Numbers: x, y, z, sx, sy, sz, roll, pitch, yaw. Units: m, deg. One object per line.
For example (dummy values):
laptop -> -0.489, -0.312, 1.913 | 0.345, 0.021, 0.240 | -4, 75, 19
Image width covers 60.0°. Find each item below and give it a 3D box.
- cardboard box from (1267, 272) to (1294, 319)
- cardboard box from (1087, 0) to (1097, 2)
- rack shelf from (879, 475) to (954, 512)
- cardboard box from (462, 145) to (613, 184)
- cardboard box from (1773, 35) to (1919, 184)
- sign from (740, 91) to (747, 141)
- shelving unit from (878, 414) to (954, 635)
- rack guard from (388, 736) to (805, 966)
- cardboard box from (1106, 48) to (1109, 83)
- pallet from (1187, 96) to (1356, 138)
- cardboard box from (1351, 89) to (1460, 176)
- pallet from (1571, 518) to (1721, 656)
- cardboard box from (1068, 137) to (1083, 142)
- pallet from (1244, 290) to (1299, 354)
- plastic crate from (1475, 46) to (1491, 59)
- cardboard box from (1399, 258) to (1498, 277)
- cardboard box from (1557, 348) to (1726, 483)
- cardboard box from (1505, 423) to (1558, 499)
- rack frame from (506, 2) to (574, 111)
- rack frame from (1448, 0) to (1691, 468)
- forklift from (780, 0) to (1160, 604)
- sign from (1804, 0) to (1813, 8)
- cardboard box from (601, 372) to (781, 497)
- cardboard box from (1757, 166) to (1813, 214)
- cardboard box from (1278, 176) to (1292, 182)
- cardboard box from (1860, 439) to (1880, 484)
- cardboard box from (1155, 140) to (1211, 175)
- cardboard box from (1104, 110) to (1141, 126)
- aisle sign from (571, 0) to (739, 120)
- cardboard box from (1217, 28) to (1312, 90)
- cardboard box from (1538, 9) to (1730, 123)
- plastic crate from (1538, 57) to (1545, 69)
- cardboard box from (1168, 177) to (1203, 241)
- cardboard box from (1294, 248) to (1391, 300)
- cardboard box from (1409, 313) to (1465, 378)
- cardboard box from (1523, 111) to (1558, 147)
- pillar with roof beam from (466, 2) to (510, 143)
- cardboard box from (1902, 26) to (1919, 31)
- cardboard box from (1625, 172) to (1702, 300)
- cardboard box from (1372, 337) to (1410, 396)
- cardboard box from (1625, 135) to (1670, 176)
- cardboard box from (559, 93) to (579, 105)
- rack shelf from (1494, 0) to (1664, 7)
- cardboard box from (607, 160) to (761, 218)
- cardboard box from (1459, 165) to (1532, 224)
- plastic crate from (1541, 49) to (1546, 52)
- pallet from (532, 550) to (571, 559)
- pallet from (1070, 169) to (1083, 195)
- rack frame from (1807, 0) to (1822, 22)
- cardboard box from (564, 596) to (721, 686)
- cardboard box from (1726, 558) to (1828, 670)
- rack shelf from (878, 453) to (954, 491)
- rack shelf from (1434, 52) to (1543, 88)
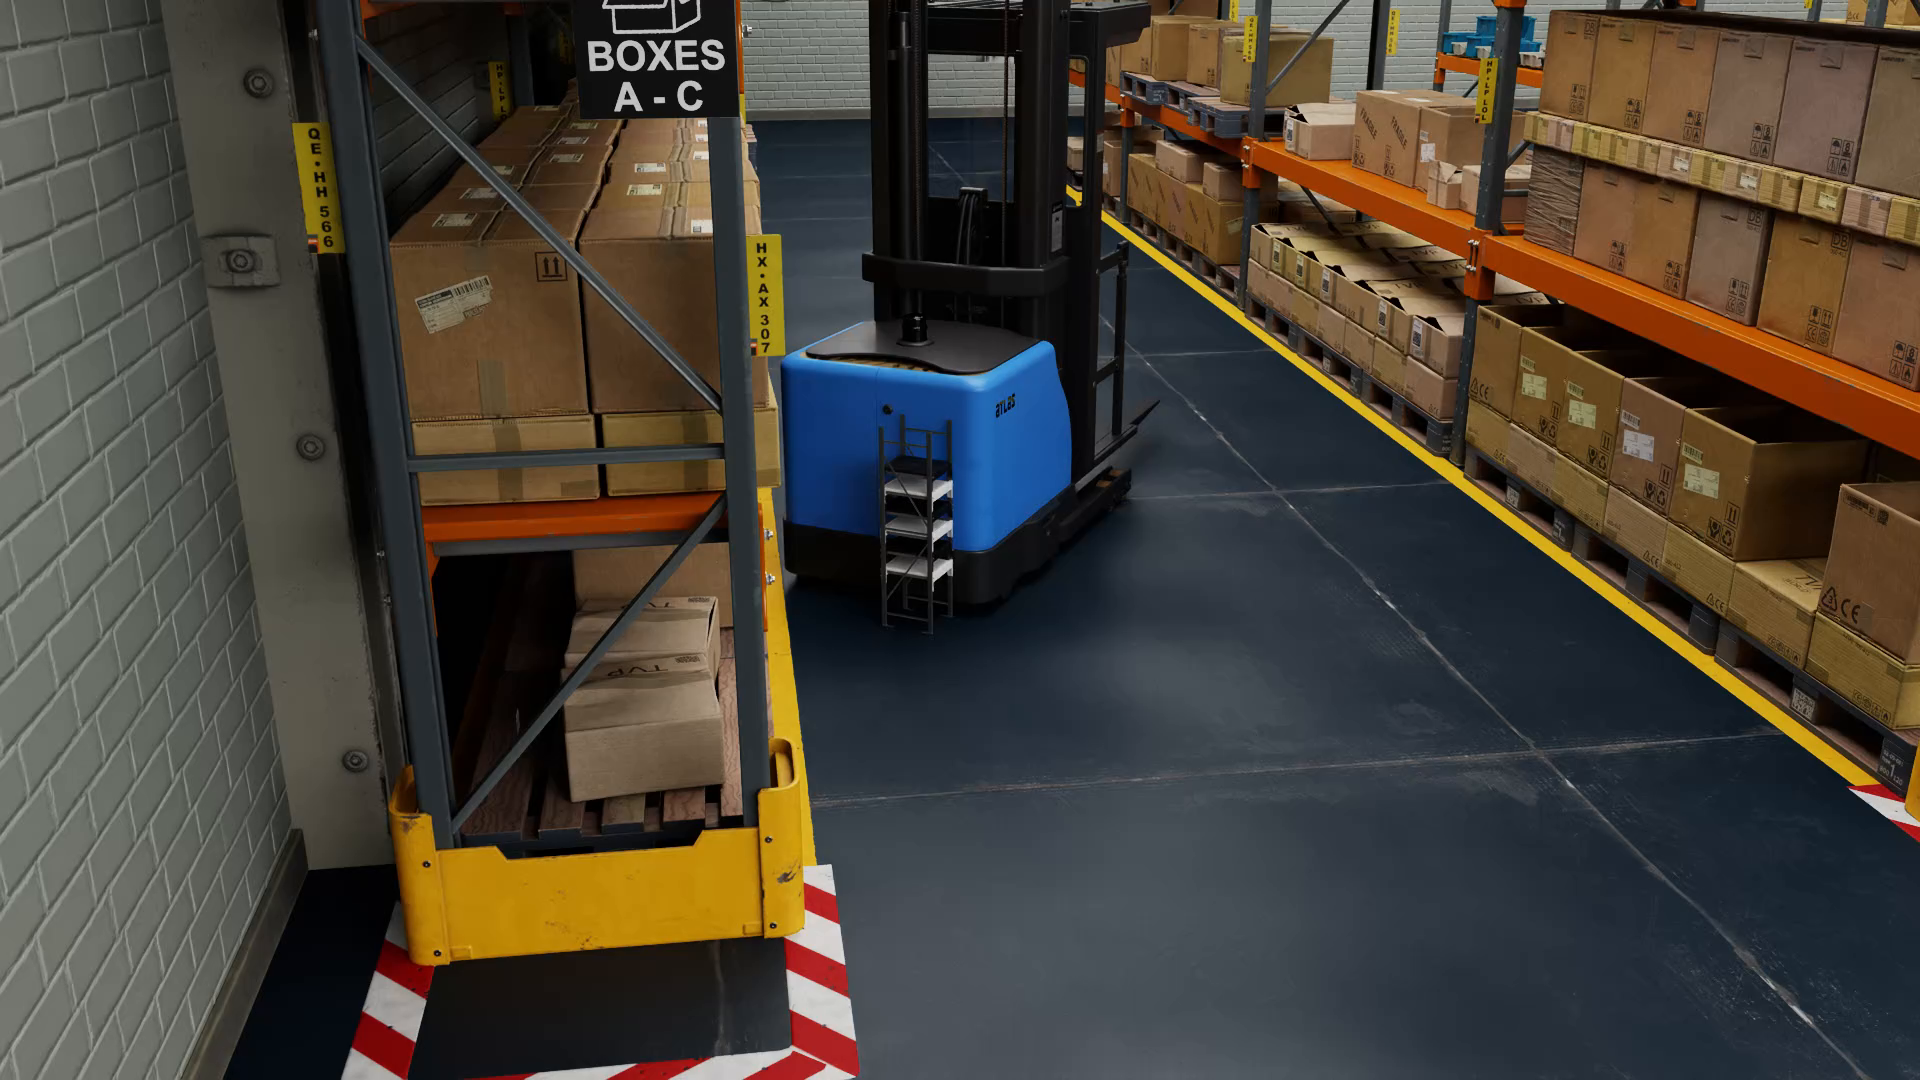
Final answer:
cardboard box -> 2.548, -1.776, 12.015 | 0.500, 0.250, 0.500 | -3, 21, -9
cardboard box -> 1.635, -5.652, 17.489 | 0.500, 0.500, 0.500 | -3, 21, -7
rack shelf -> -0.186, -0.203, 7.054 | 0.258, 0.077, 0.200 | 9, 22, 23
cardboard box -> -1.551, -1.188, 6.223 | 0.500, 0.500, 0.500 | -3, 21, -7
cardboard box -> 3.626, -1.659, 6.375 | 0.700, 0.500, 0.500 | -3, 21, -8
sign -> -1.099, -2.037, 8.146 | 0.100, 0.325, 0.005 | -3, 21, -8
shelving unit -> -0.186, -0.066, 7.105 | 0.258, 0.900, 0.210 | 9, 22, 23
rack guard -> -1.069, 0.928, 5.017 | 1.175, 0.500, 0.348 | -3, 21, -8
cardboard box -> 1.712, -5.008, 17.195 | 0.500, 0.500, 0.500 | -2, 21, -6
pallet -> 2.523, -3.379, 13.250 | 1.213, 0.211, 1.003 | -3, 21, -8
cardboard box -> 2.948, -2.704, 11.027 | 0.500, 0.500, 0.500 | -4, 21, -11
pallet -> 3.519, 0.154, 7.501 | 1.003, 0.211, 1.213 | -3, 21, -8
cardboard box -> 1.407, -4.550, 19.412 | 0.500, 0.250, 0.500 | -3, 21, -8
pallet -> 2.770, -1.644, 12.317 | 1.003, 0.211, 1.213 | -3, 21, -8
plastic crate -> 6.211, -5.709, 19.504 | 0.250, 0.136, 0.298 | -3, 21, -8
cardboard box -> 3.231, -1.712, 11.041 | 0.500, 0.311, 0.500 | -2, 21, -6
cardboard box -> 3.168, -0.590, 7.767 | 0.500, 0.500, 0.500 | -3, 21, -8
cardboard box -> 3.100, -0.412, 8.362 | 0.500, 0.250, 0.500 | -3, 21, -8
rack frame -> -1.635, -1.602, 8.217 | 1.000, 3.000, 0.127 | -3, 21, -8
rack frame -> 3.267, -1.853, 8.890 | 1.000, 3.000, 0.127 | -3, 21, -8
forklift -> 0.257, -1.572, 8.237 | 1.130, 2.935, 3.031 | 9, 22, 23
sign -> 10.790, -6.923, 21.114 | 0.100, 0.325, 0.005 | -3, 21, -8
cardboard box -> -0.814, -0.341, 5.027 | 0.500, 0.250, 0.500 | -4, 21, -9
cardboard box -> 3.411, -1.390, 6.579 | 0.380, 0.149, 0.250 | -2, 21, -6
cardboard box -> 2.678, -2.980, 14.852 | 0.500, 0.500, 0.500 | -4, 21, -10
cardboard box -> 3.827, -0.270, 6.910 | 0.500, 0.500, 0.500 | -3, 21, -8
cardboard box -> 2.086, -3.483, 15.127 | 0.500, 0.250, 0.500 | -3, 21, -8
cardboard box -> 1.859, -4.867, 19.904 | 0.500, 0.500, 0.500 | -3, 21, -8
aisle sign -> -0.751, -1.425, 4.028 | 0.394, 0.787, 0.004 | -3, 21, -8
cardboard box -> 2.545, -4.020, 13.949 | 0.700, 0.500, 0.500 | 1, 20, 2
cardboard box -> 3.337, -2.354, 8.235 | 0.700, 0.500, 0.500 | -3, 21, -7
plastic crate -> 6.588, -5.144, 18.010 | 0.437, 0.125, 0.590 | -3, 21, -8
cardboard box -> 2.167, -2.945, 14.759 | 0.500, 0.500, 0.500 | -4, 21, -10
cardboard box -> 2.630, -1.855, 11.423 | 0.500, 0.311, 0.500 | -3, 21, -9
cardboard box -> 2.924, -1.150, 9.536 | 0.500, 0.311, 0.500 | -3, 21, -8
cardboard box -> 3.114, -2.101, 8.484 | 0.380, 0.149, 0.250 | -3, 21, -8
pillar with roof beam -> 1.380, -5.520, 10.135 | 9.100, 9.000, 0.400 | -3, 21, -8
cardboard box -> 11.373, -5.861, 19.411 | 0.500, 0.250, 0.500 | -3, 21, -9
cardboard box -> 3.488, -1.390, 7.508 | 0.700, 0.500, 0.500 | -3, 21, -7
cardboard box -> 2.849, -1.066, 10.112 | 0.500, 0.250, 0.500 | -3, 21, -9
cardboard box -> 3.262, -1.747, 7.537 | 0.380, 0.149, 0.250 | -4, 21, -10
cardboard box -> -1.674, -2.033, 8.599 | 0.700, 0.500, 0.500 | -3, 21, -8
rack shelf -> 2.978, -3.613, 10.345 | 1.077, 0.370, 4.000 | -3, 21, -8
cardboard box -> -0.959, -1.038, 5.823 | 0.500, 0.500, 0.500 | -4, 21, -10
cardboard box -> 3.152, -1.951, 9.367 | 0.500, 0.250, 0.500 | -2, 21, -4
plastic crate -> 6.888, -5.590, 19.186 | 0.298, 0.136, 0.250 | -3, 21, -8
pallet -> -1.503, -0.065, 8.088 | 1.003, 0.211, 1.213 | -3, 21, -8
pallet -> 1.836, -3.977, 18.564 | 1.003, 0.211, 1.213 | -3, 21, -8
rack frame -> 11.340, -6.506, 21.348 | 1.000, 3.000, 0.127 | -3, 21, -8
cardboard box -> -1.151, 0.395, 6.085 | 0.500, 0.311, 0.500 | -1, 21, -3
cardboard box -> 3.390, 0.280, 6.509 | 0.500, 0.250, 0.500 | -3, 21, -8
rack shelf -> -0.186, -0.287, 7.023 | 0.258, 0.077, 0.200 | 9, 22, 23
rack shelf -> 6.727, -5.227, 18.951 | 1.077, 0.370, 4.000 | -3, 21, -8
